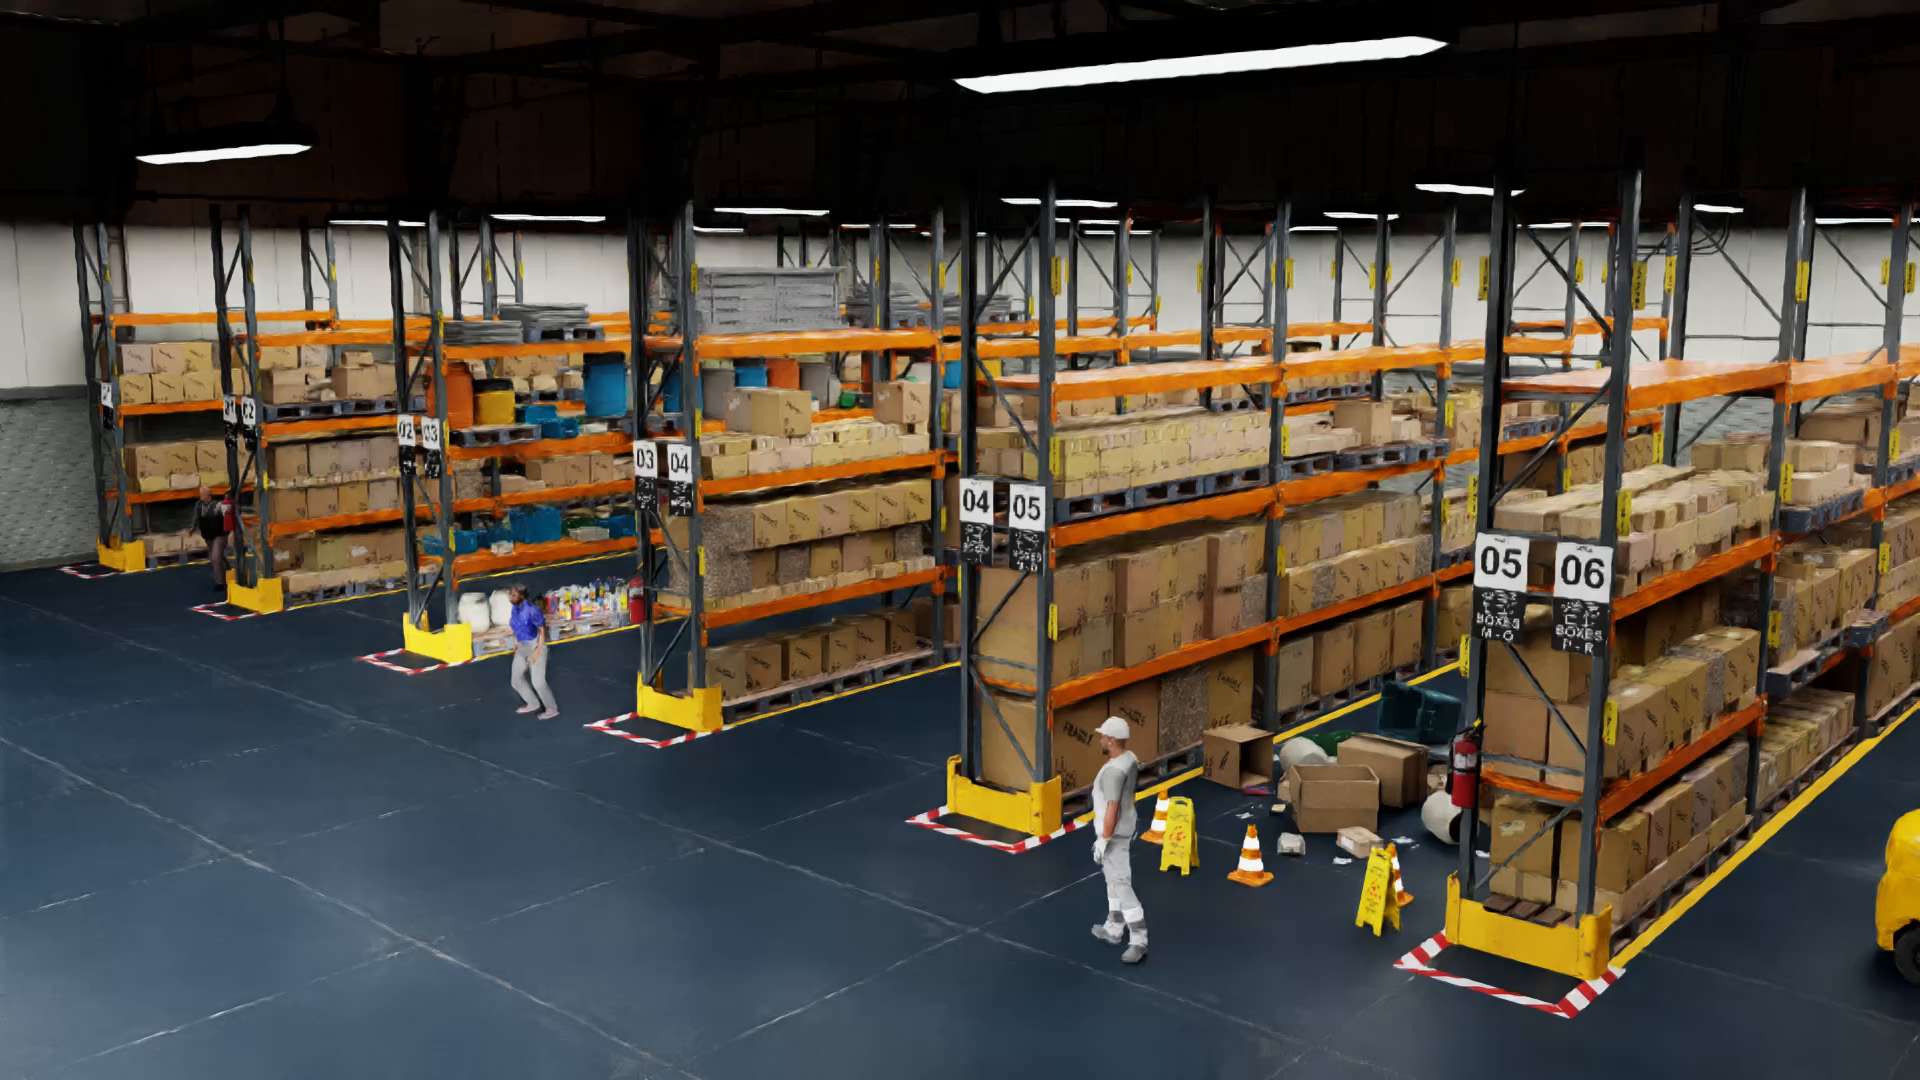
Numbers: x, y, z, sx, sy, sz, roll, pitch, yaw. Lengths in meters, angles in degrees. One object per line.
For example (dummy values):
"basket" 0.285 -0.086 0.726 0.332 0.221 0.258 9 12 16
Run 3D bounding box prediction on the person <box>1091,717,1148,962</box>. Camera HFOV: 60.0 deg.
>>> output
"person" 1.232 2.193 12.610 0.458 1.728 0.620 2 10 12

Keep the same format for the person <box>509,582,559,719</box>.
"person" -4.903 1.251 18.979 0.592 1.604 0.513 7 12 38

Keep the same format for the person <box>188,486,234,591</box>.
"person" -11.889 -0.059 26.571 0.679 1.661 0.830 4 10 22
